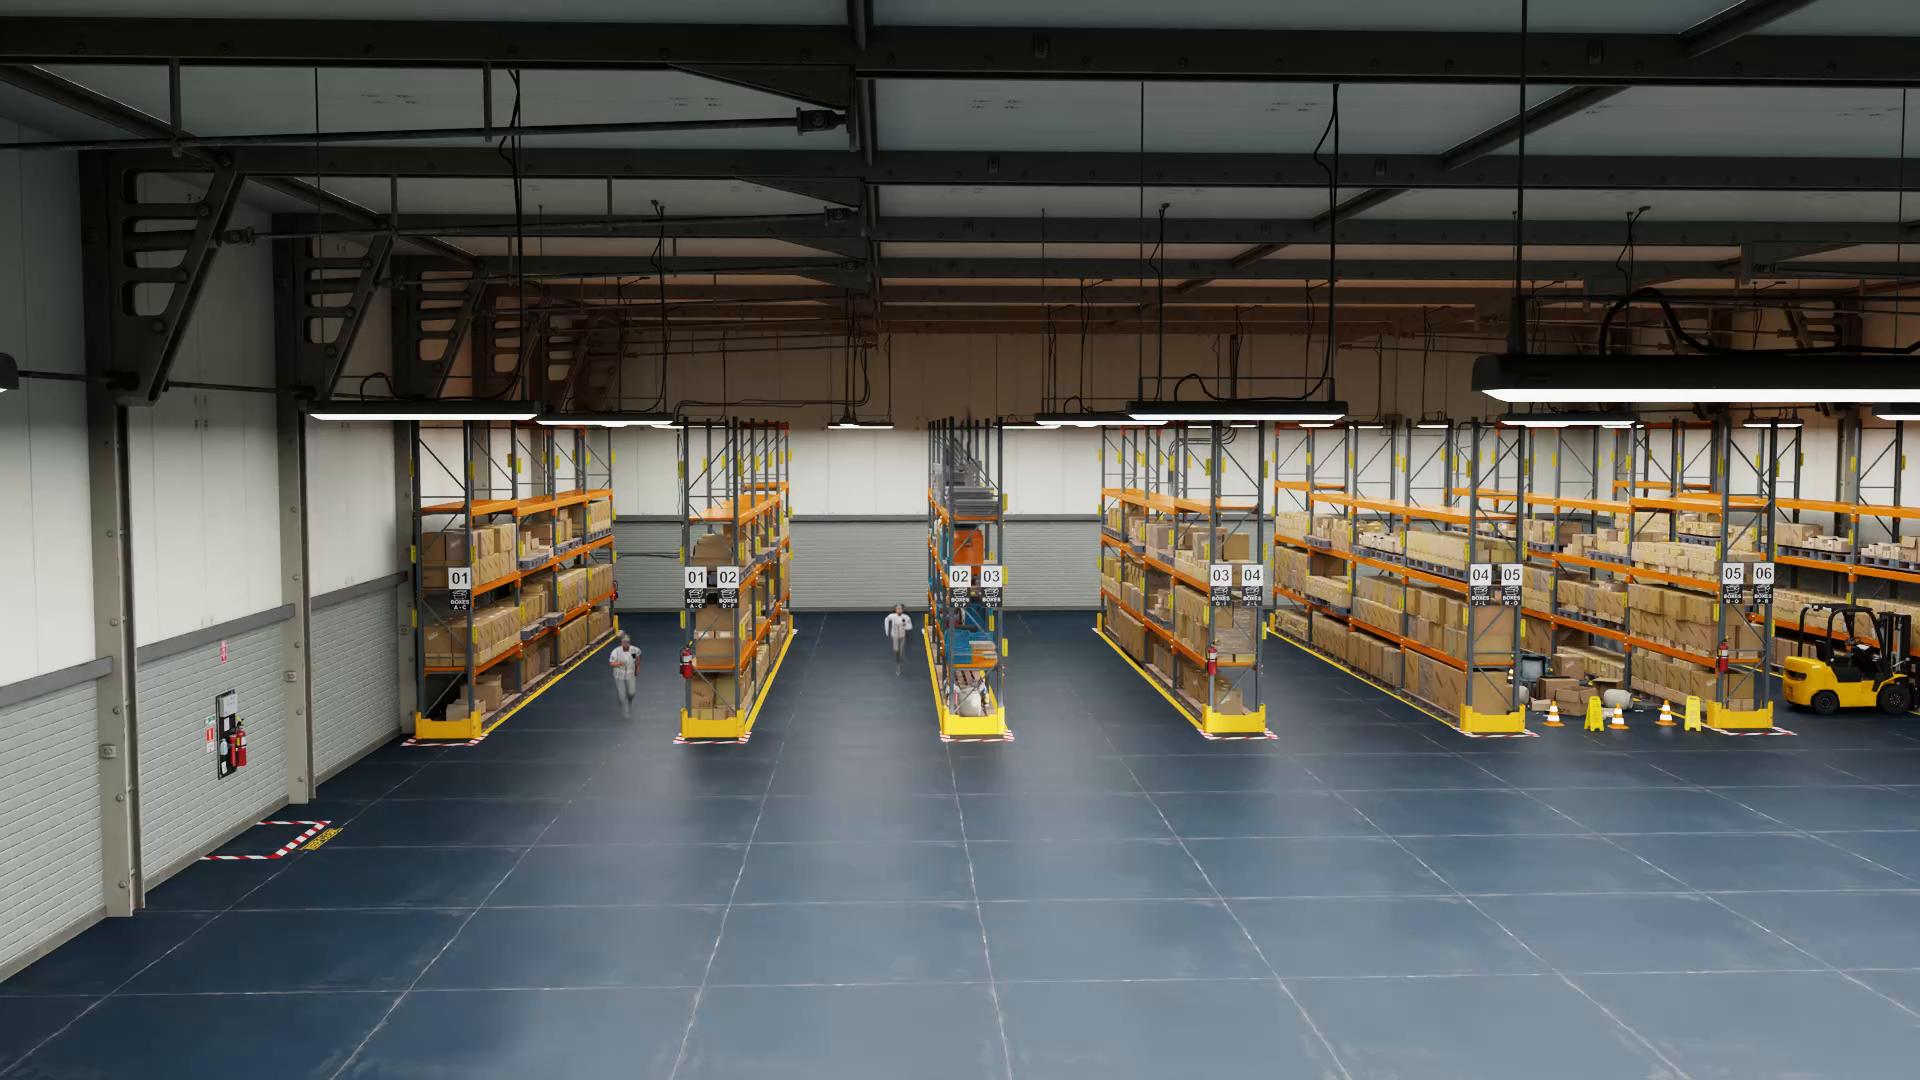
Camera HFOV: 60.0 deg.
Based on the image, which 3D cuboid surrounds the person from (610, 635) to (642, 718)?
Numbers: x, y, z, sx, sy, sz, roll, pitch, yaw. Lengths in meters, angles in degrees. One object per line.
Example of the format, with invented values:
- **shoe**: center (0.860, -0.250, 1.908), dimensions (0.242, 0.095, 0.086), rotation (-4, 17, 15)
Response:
- **person**: center (-6.610, 2.707, 32.965), dimensions (0.653, 1.704, 0.786), rotation (-1, 4, -15)

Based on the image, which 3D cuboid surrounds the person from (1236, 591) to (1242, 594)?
- **person**: center (7.841, 1.857, 46.842), dimensions (0.629, 1.621, 0.658), rotation (0, 4, 1)

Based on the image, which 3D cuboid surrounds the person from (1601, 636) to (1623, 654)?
- **person**: center (16.461, 2.093, 41.959), dimensions (0.641, 1.820, 0.740), rotation (-1, 4, -8)

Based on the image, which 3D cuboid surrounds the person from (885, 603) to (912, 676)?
- **person**: center (-1.445, 2.327, 39.263), dimensions (0.636, 1.725, 0.827), rotation (0, 4, -3)
